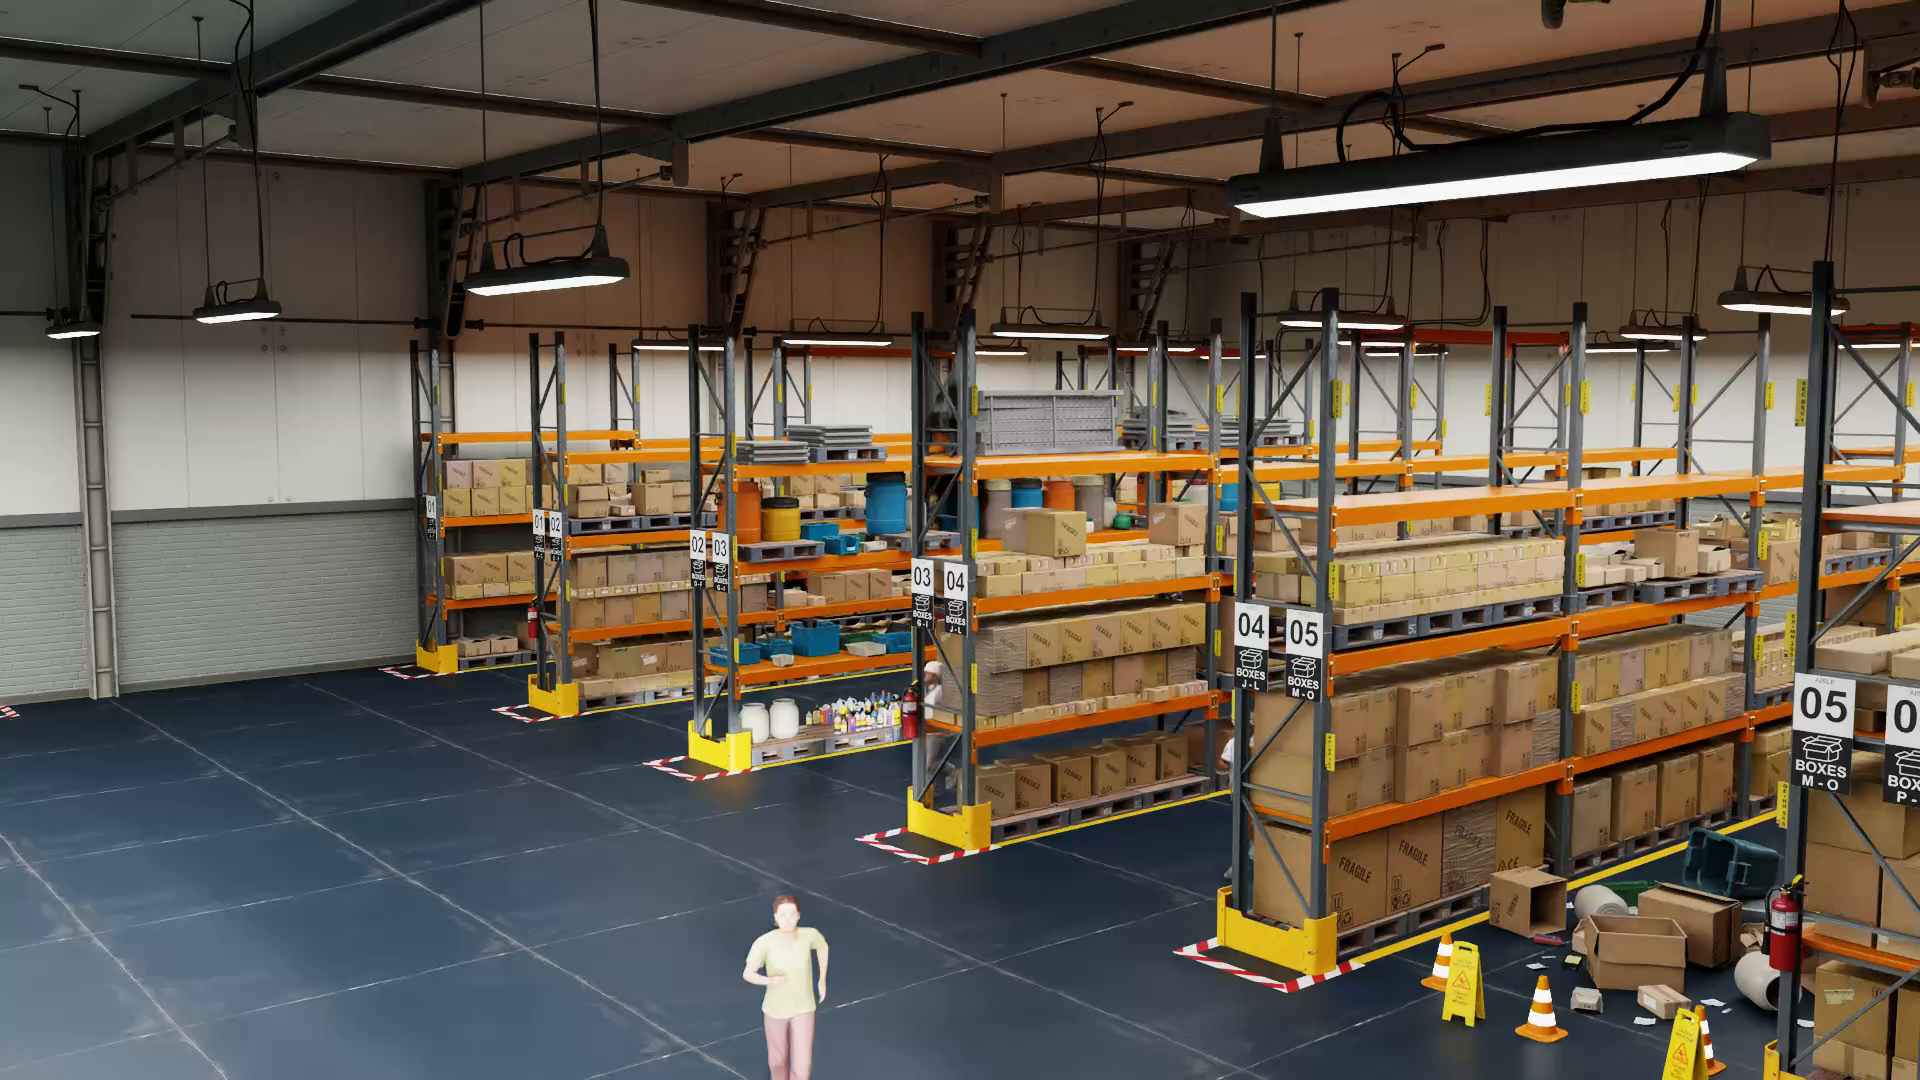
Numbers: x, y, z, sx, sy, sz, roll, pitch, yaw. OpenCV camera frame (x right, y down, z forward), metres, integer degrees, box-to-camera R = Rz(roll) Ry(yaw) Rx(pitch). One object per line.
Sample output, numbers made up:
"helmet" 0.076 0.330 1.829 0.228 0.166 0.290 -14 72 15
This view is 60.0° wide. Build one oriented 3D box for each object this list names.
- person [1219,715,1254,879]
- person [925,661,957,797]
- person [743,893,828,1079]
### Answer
"person" 3.056 2.665 17.699 0.604 1.697 0.900 4 7 40
"person" -0.336 2.380 20.812 0.609 1.728 0.707 -5 7 -41
"person" -1.190 3.255 11.433 0.593 1.697 0.894 -1 5 -8
